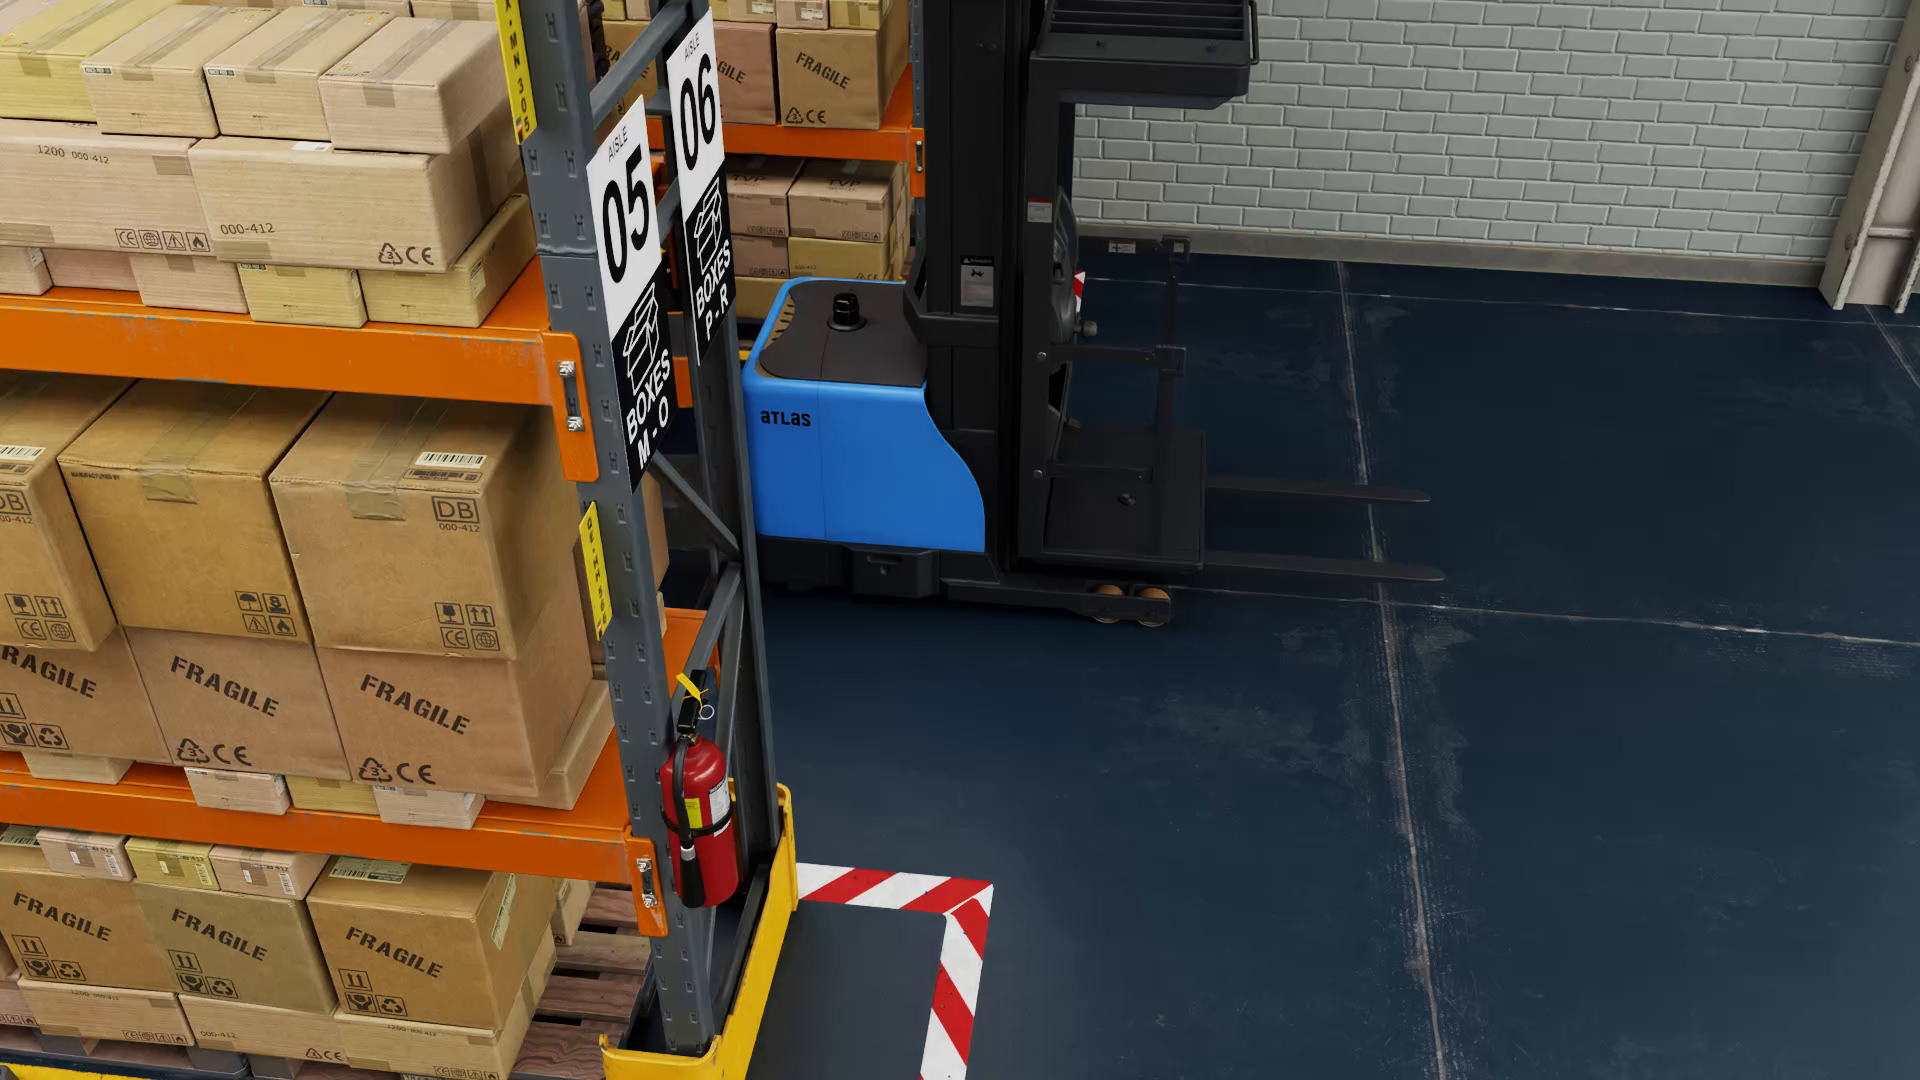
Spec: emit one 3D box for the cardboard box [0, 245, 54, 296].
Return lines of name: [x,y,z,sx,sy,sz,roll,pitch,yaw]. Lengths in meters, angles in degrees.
cardboard box: [-2.135,-0.716,3.805,0.250,0.149,0.380,4,36,6]

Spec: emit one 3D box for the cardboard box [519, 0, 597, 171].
cardboard box: [-1.204,-1.117,4.023,0.500,0.250,0.500,4,36,5]

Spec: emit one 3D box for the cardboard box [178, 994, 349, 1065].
cardboard box: [-2.088,1.356,5.274,0.500,0.250,0.500,4,36,6]

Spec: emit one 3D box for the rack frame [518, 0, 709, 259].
rack frame: [-0.740,-2.087,2.928,0.127,3.000,1.000,4,36,6]

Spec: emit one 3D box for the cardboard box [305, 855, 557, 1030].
cardboard box: [-1.567,1.089,5.002,0.500,0.500,0.500,4,36,6]

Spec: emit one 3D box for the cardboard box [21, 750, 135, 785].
cardboard box: [-2.415,0.499,4.685,0.250,0.149,0.380,4,36,5]

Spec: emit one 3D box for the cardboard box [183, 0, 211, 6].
cardboard box: [-1.798,-1.357,4.017,0.250,0.149,0.380,4,36,6]

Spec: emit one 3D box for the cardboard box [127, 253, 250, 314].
cardboard box: [-1.639,-0.668,3.737,0.250,0.149,0.380,5,36,7]

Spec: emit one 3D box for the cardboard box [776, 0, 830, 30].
cardboard box: [-0.748,-2.676,8.273,0.250,0.149,0.380,5,36,7]

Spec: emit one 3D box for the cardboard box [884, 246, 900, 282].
cardboard box: [-0.617,-1.410,9.148,0.500,0.250,0.500,5,36,6]

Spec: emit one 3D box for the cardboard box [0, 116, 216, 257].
cardboard box: [-1.779,-0.854,3.656,0.500,0.250,0.500,4,36,5]

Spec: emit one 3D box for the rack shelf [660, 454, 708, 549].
rack shelf: [-1.214,-0.078,7.275,0.480,0.518,0.431,0,36,1]

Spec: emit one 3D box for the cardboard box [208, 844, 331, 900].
cardboard box: [-1.940,0.837,4.797,0.250,0.149,0.380,5,36,7]

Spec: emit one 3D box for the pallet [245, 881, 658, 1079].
pallet: [-1.616,1.404,5.601,1.213,0.211,1.003,4,36,6]

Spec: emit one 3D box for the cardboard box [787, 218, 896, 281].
cardboard box: [-0.634,-1.616,9.008,0.500,0.250,0.500,4,36,5]

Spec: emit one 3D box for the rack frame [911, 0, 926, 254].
rack frame: [-0.111,-2.505,8.678,0.127,3.000,1.000,4,36,6]

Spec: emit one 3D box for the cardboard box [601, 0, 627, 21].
cardboard box: [-1.766,-2.755,8.384,0.250,0.149,0.380,5,36,6]

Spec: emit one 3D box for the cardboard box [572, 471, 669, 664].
cardboard box: [-1.174,-0.002,4.828,0.500,0.500,0.500,4,36,5]

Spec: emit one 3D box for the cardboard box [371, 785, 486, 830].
cardboard box: [-1.403,0.598,4.546,0.250,0.149,0.380,4,36,5]

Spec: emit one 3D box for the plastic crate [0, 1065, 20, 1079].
plastic crate: [-3.254,1.836,5.108,0.583,0.080,0.402,-7,36,-10]

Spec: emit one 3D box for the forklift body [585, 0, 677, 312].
forklift body: [-2.224,-1.249,7.648,1.214,2.155,2.313,4,36,6]

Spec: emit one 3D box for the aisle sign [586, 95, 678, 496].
aisle sign: [-0.715,-0.531,3.675,0.004,0.787,0.394,4,36,6]

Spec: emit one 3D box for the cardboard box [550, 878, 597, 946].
cardboard box: [-1.504,1.084,5.654,0.500,0.250,0.500,4,36,6]

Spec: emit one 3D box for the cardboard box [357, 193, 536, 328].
cardboard box: [-1.129,-0.629,3.683,0.250,0.149,0.380,4,36,6]

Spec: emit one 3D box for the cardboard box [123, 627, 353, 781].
cardboard box: [-1.809,0.272,4.444,0.500,0.500,0.500,4,36,6]

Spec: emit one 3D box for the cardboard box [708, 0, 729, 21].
cardboard box: [-1.242,-2.755,8.384,0.250,0.149,0.380,4,36,6]

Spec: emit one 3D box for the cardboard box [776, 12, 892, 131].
cardboard box: [-0.633,-2.431,8.488,0.500,0.500,0.500,4,36,5]

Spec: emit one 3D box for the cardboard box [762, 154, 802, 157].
cardboard box: [-1.060,-2.143,9.316,0.500,0.250,0.500,4,36,6]

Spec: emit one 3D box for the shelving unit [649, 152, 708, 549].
shelving unit: [-1.222,-0.659,6.861,0.503,2.100,0.431,0,36,1]

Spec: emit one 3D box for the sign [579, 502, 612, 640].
sign: [-0.830,0.073,3.796,0.005,0.325,0.100,4,36,6]

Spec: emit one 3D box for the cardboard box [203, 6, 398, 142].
cardboard box: [-1.364,-0.984,3.495,0.250,0.149,0.380,5,36,7]

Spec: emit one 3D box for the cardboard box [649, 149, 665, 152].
cardboard box: [-1.616,-1.884,8.953,0.500,0.250,0.500,5,36,7]

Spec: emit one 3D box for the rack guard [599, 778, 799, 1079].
rack guard: [-0.815,1.367,5.404,0.348,0.500,1.175,4,36,6]

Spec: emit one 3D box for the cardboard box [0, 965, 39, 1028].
cardboard box: [-3.099,1.277,5.384,0.500,0.250,0.500,4,36,5]

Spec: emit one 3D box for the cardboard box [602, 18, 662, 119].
cardboard box: [-1.654,-2.512,8.602,0.500,0.500,0.500,4,36,5]

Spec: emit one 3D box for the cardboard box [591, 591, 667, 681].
cardboard box: [-1.050,0.313,4.946,0.250,0.149,0.380,4,36,6]

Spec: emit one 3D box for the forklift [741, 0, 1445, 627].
forklift: [0.619,-1.147,6.834,3.031,2.935,1.130,4,36,6]

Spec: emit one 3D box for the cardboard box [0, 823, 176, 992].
cardboard box: [-2.585,1.011,5.111,0.500,0.500,0.500,3,36,5]

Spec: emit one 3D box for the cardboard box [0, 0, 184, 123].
cardboard box: [-1.864,-1.041,3.574,0.250,0.149,0.380,4,36,6]

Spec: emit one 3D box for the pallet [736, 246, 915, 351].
pallet: [-0.875,-1.403,9.534,1.213,0.211,1.003,4,36,6]

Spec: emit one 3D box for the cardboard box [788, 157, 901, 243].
cardboard box: [-0.608,-1.818,8.860,0.500,0.250,0.500,5,36,8]

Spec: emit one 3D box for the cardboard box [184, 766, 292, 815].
cardboard box: [-1.914,0.565,4.592,0.250,0.149,0.380,5,36,7]

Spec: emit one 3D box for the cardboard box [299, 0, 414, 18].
cardboard box: [-1.318,-1.242,3.855,0.250,0.149,0.380,4,36,6]

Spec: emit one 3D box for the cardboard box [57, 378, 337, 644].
cardboard box: [-1.775,-0.167,4.200,0.500,0.500,0.700,5,36,6]

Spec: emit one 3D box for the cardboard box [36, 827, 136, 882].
cardboard box: [-2.450,0.796,4.855,0.250,0.149,0.380,6,36,8]

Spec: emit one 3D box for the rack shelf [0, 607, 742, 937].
rack shelf: [-2.723,0.500,5.087,4.000,0.370,1.077,4,36,6]
